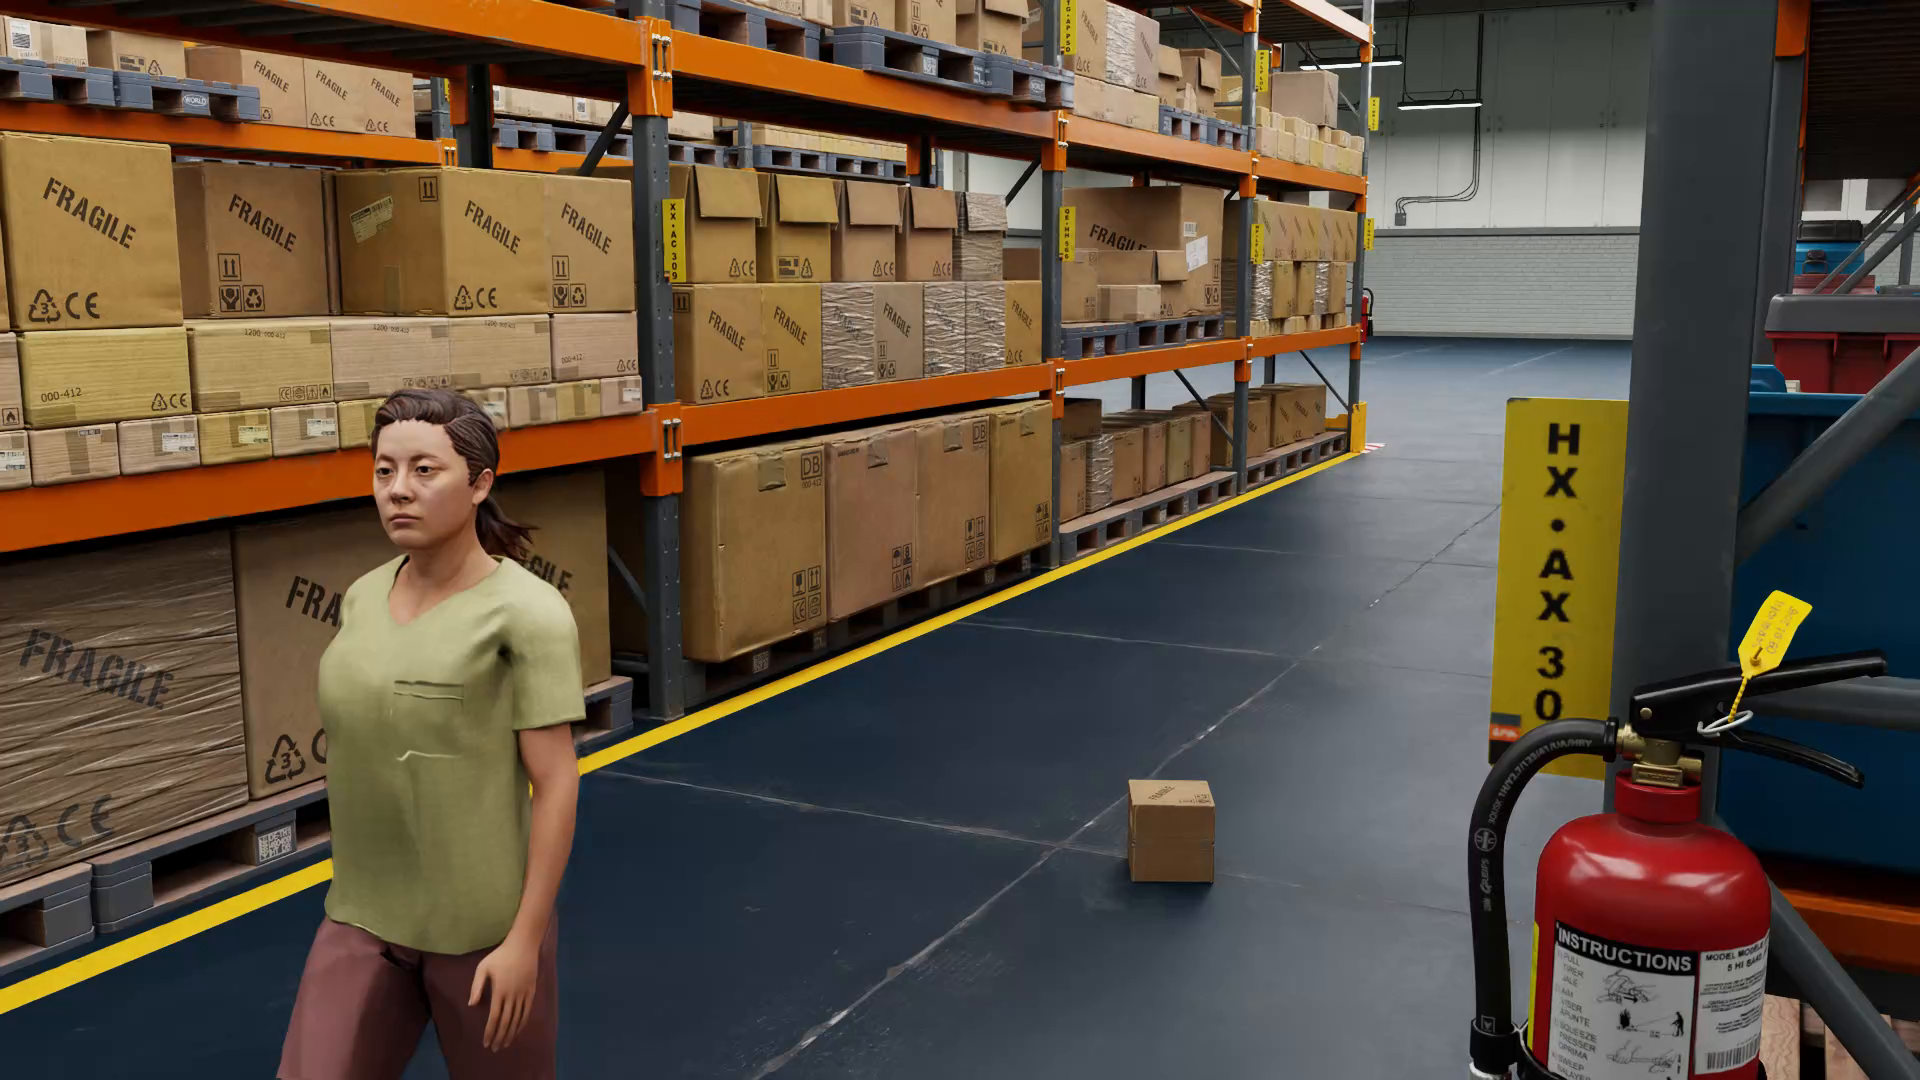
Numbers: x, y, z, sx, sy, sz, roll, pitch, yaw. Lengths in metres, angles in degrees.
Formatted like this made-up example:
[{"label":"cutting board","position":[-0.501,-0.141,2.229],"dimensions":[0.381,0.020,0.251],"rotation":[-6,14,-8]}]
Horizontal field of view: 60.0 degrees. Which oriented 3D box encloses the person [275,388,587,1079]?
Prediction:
[{"label":"person","position":[-0.816,0.636,2.525],"dimensions":[0.478,1.712,0.674],"rotation":[3,10,18]}]
